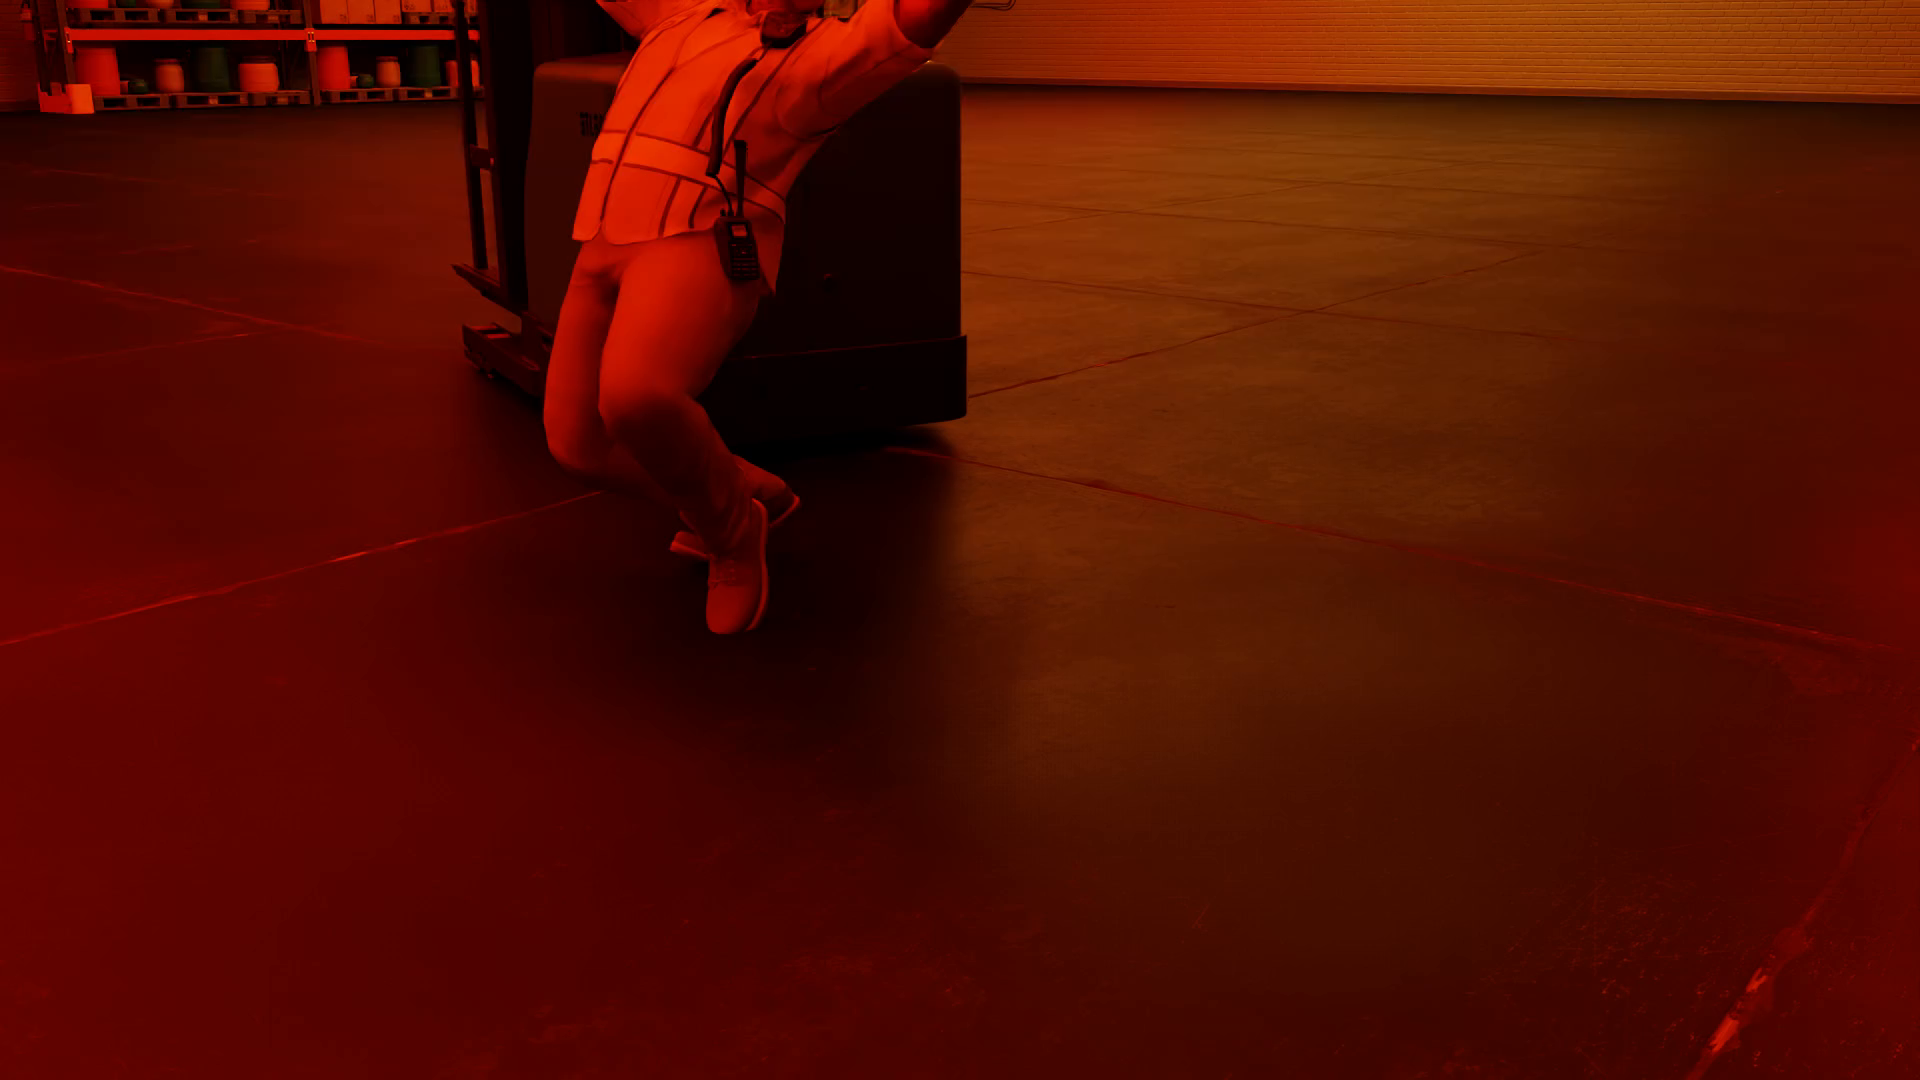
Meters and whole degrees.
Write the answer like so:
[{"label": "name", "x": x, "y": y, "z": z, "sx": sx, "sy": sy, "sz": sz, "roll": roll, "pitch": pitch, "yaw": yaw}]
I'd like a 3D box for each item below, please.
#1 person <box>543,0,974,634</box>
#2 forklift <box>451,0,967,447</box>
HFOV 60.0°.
[{"label": "person", "x": -0.380, "y": -0.630, "z": 3.269, "sx": 1.097, "sy": 1.679, "sz": 0.865, "roll": 14, "pitch": 22, "yaw": 39}, {"label": "forklift", "x": -1.120, "y": -2.010, "z": 5.518, "sx": 1.130, "sy": 2.935, "sz": 3.031, "roll": -9, "pitch": 19, "yaw": -27}]
